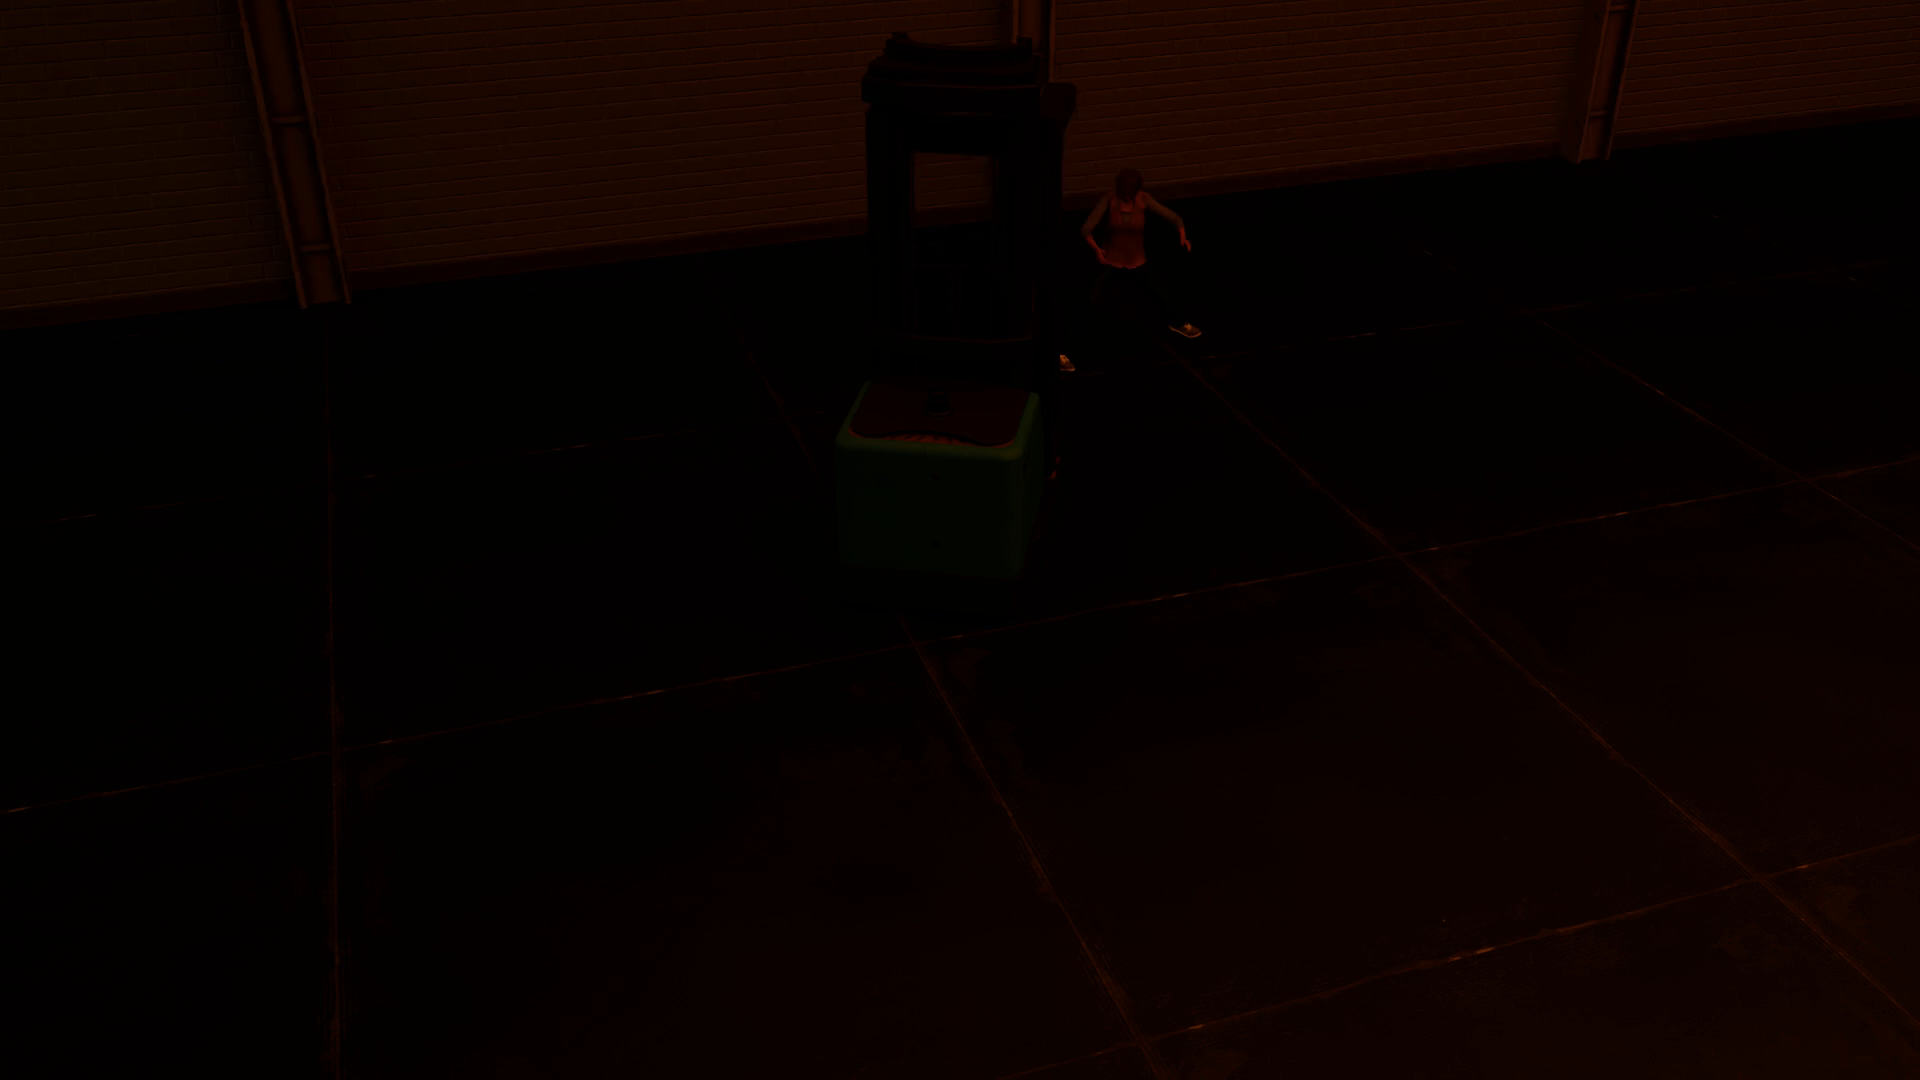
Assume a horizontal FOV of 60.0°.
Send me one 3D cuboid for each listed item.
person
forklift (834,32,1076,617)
[{"bbox_3d":[1.260,-1.993,12.096,1.158,1.391,0.753,0,30,0],"label":"person"},{"bbox_3d":[0.065,-1.563,9.804,1.130,2.935,3.031,5,30,8],"label":"forklift"}]
